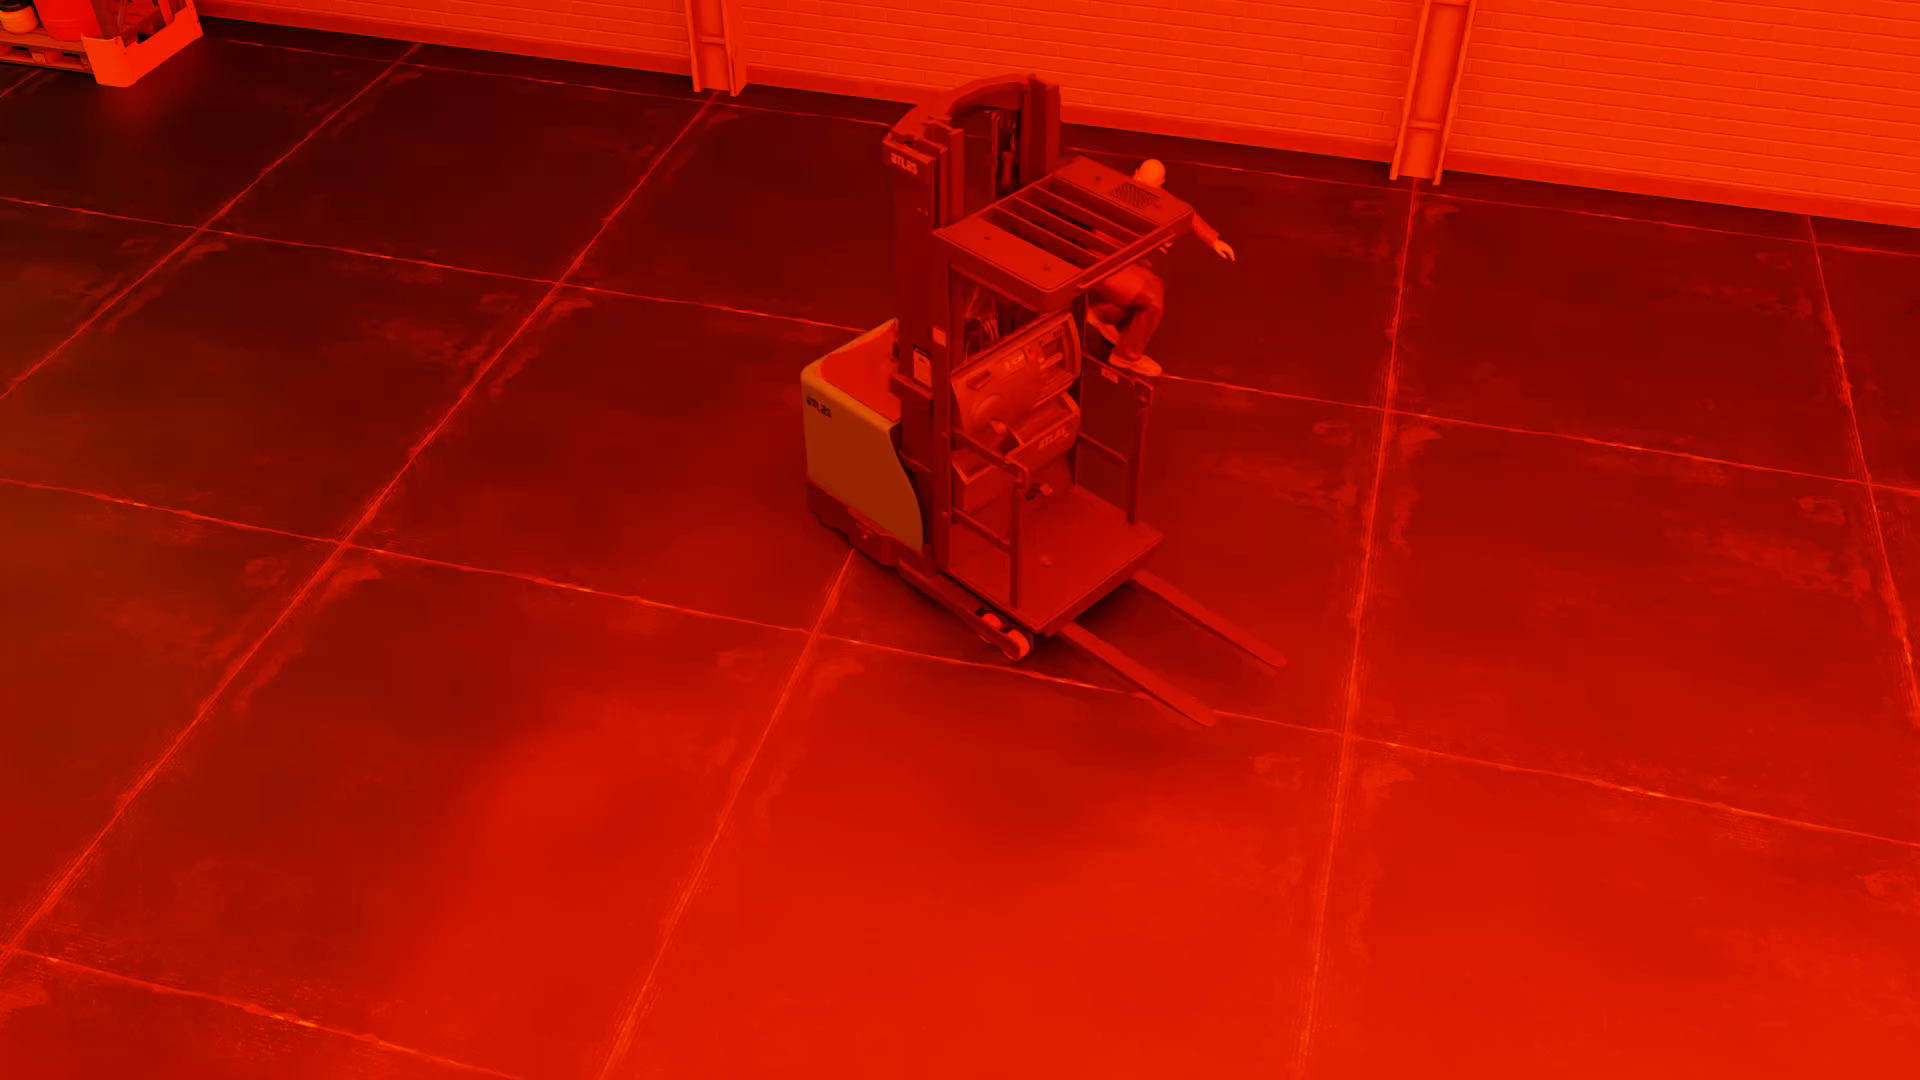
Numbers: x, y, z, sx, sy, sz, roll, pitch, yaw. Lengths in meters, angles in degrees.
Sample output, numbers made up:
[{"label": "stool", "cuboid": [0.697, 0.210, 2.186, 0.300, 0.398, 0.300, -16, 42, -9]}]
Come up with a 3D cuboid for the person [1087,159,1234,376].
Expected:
[{"label": "person", "cuboid": [1.277, -1.790, 11.019, 0.992, 1.501, 0.844, 12, 43, 13]}]

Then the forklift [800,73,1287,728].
[{"label": "forklift", "cuboid": [0.460, -0.820, 8.797, 3.031, 2.935, 1.130, 33, 51, 32]}]
